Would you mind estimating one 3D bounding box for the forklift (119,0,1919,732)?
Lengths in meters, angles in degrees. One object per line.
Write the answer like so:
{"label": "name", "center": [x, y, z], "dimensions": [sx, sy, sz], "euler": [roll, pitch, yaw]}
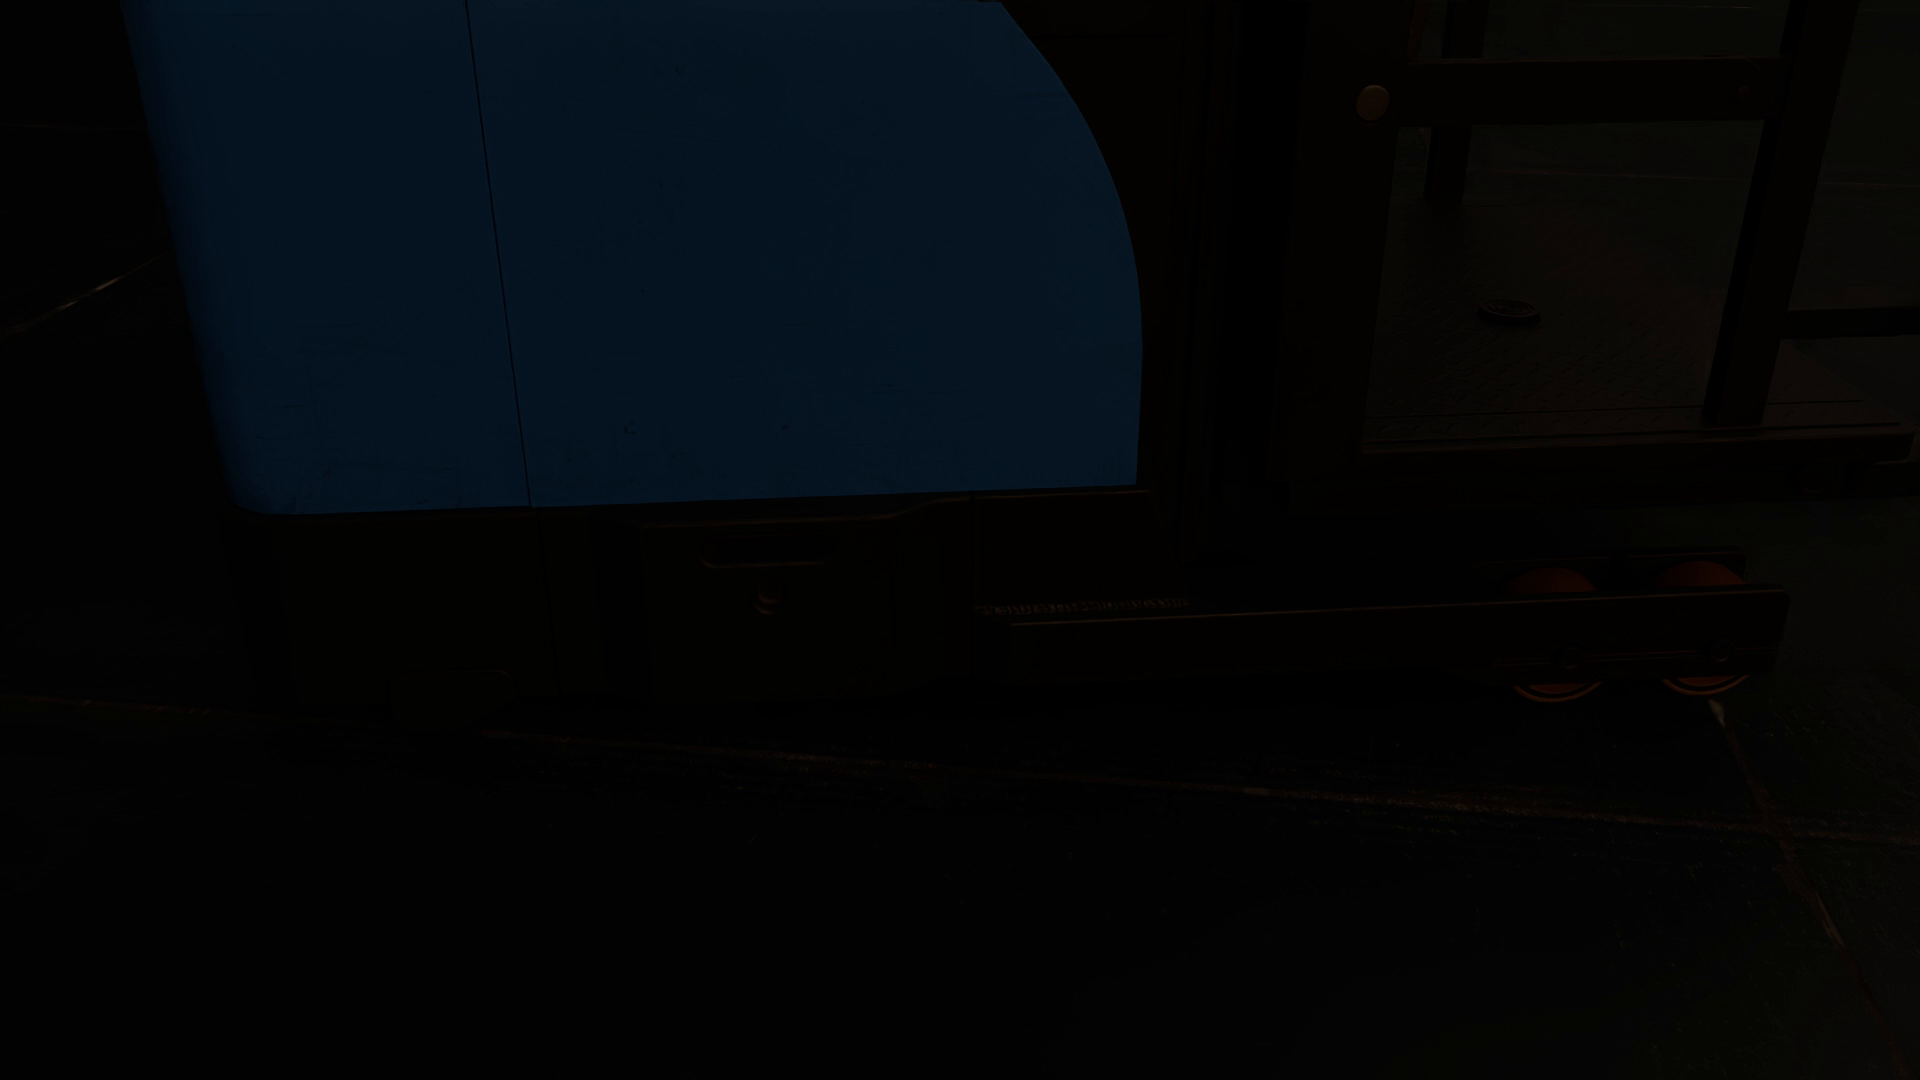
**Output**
{"label": "forklift", "center": [0.610, -1.341, 1.905], "dimensions": [3.031, 2.935, 1.130], "euler": [-2, 27, -5]}
